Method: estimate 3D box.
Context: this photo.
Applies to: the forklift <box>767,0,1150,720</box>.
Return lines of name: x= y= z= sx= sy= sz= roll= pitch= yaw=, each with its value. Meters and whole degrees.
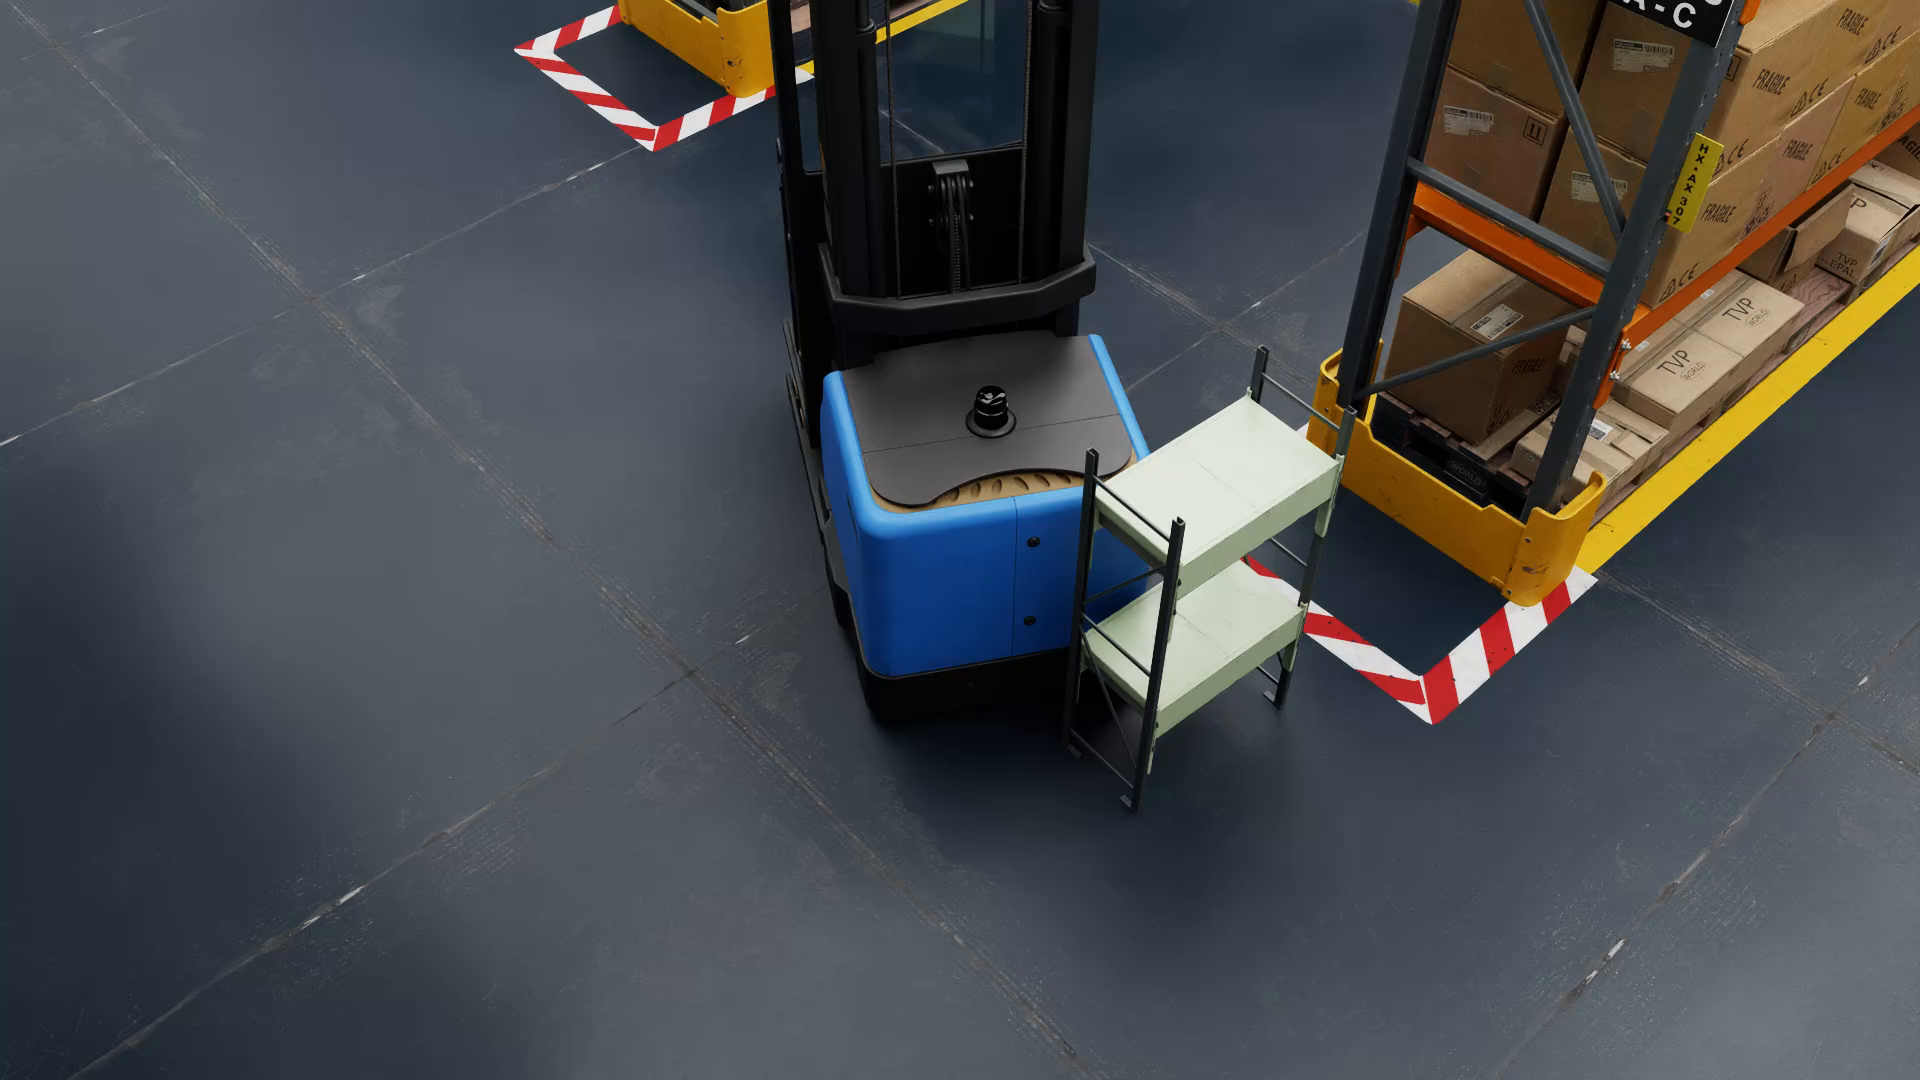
forklift: x=-0.134 y=-1.446 z=6.090 sx=1.130 sy=2.935 sz=3.031 roll=-9 pitch=48 yaw=-8

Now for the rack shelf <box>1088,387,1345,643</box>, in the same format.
rack shelf: x=0.793 y=-0.088 z=5.278 sx=0.720 sy=0.370 sz=0.431 roll=-31 pitch=55 yaw=-25

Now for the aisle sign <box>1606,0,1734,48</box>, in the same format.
aisle sign: x=2.040 y=-1.788 z=4.590 sx=0.004 sy=0.787 sz=0.394 roll=-34 pitch=56 yaw=-27

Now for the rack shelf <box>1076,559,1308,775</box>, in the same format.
rack shelf: x=0.789 y=0.394 z=5.807 sx=0.720 sy=0.370 sz=0.431 roll=-31 pitch=55 yaw=-25

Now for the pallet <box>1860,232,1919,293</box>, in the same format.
pallet: x=4.344 y=-1.793 z=8.261 sx=1.213 sy=0.211 sz=1.003 roll=-34 pitch=56 yaw=-27

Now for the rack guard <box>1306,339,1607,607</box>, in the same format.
rack guard: x=1.949 y=-0.290 z=6.677 sx=0.348 sy=0.500 sz=1.175 roll=-34 pitch=56 yaw=-27

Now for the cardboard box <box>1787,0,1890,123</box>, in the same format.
cardboard box: x=2.780 y=-1.812 z=5.632 sx=0.500 sy=0.500 sz=0.500 roll=-33 pitch=55 yaw=-27

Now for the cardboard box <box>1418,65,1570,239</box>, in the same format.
cardboard box: x=2.041 y=-1.504 z=6.028 sx=0.500 sy=0.500 sz=0.500 roll=-32 pitch=55 yaw=-26

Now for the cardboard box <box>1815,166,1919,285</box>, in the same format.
cardboard box: x=4.067 y=-1.509 z=7.631 sx=0.500 sy=0.311 sz=0.500 roll=-34 pitch=56 yaw=-27

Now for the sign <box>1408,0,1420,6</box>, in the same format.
sign: x=1.534 y=-1.912 z=5.470 sx=0.005 sy=0.325 sz=0.100 roll=-34 pitch=56 yaw=-27

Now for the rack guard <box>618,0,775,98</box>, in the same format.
rack guard: x=-1.446 y=-2.929 z=9.112 sx=0.348 sy=0.500 sz=1.175 roll=-34 pitch=56 yaw=-27

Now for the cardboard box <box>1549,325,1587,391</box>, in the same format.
cardboard box: x=2.490 y=-0.843 z=7.115 sx=0.250 sy=0.166 sz=0.380 roll=-34 pitch=56 yaw=-27

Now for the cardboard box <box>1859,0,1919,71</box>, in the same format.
cardboard box: x=3.154 y=-2.056 z=5.858 sx=0.500 sy=0.500 sz=0.500 roll=-33 pitch=55 yaw=-27

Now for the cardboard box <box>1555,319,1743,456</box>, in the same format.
cardboard box: x=2.856 y=-0.679 z=6.907 sx=0.500 sy=0.250 sz=0.500 roll=-34 pitch=56 yaw=-27

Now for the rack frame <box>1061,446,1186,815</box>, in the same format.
rack frame: x=0.508 y=0.345 z=5.408 sx=0.023 sy=1.500 sz=0.400 roll=-31 pitch=55 yaw=-25

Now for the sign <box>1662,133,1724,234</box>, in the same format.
sign: x=2.258 y=-1.099 z=5.134 sx=0.005 sy=0.325 sz=0.100 roll=-34 pitch=56 yaw=-27

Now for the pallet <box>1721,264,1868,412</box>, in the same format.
pallet: x=3.441 y=-1.187 z=7.702 sx=1.213 sy=0.211 sz=1.003 roll=-34 pitch=56 yaw=-27

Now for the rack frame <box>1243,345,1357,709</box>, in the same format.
rack frame: x=1.073 y=0.004 z=5.724 sx=0.023 sy=1.500 sz=0.400 roll=-31 pitch=55 yaw=-25

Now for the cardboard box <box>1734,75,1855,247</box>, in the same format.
cardboard box: x=2.777 y=-1.468 z=5.996 sx=0.500 sy=0.500 sz=0.500 roll=-34 pitch=56 yaw=-27

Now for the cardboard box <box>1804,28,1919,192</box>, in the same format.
cardboard box: x=3.150 y=-1.715 z=6.223 sx=0.500 sy=0.500 sz=0.500 roll=-34 pitch=56 yaw=-27

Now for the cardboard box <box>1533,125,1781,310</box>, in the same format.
cardboard box: x=2.399 y=-1.210 z=5.758 sx=0.500 sy=0.500 sz=0.500 roll=-33 pitch=55 yaw=-26

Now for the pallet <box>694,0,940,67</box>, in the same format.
pallet: x=-0.800 y=-3.237 z=9.593 sx=1.213 sy=0.211 sz=1.003 roll=-34 pitch=56 yaw=-27

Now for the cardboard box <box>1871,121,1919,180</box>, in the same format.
cardboard box: x=4.622 y=-1.943 z=7.904 sx=0.500 sy=0.500 sz=0.500 roll=-34 pitch=56 yaw=-27

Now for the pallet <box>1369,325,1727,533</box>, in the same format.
pallet: x=2.538 y=-0.587 z=7.148 sx=1.213 sy=0.211 sz=1.003 roll=-34 pitch=56 yaw=-27

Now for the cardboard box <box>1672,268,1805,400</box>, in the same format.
cardboard box: x=3.226 y=-0.926 z=7.135 sx=0.500 sy=0.250 sz=0.500 roll=-34 pitch=56 yaw=-27

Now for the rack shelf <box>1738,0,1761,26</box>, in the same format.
rack shelf: x=3.373 y=-2.862 z=5.799 sx=4.000 sy=0.370 sz=1.077 roll=-34 pitch=56 yaw=-27

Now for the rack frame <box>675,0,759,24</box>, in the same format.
rack frame: x=-1.437 y=-3.796 z=8.211 sx=0.127 sy=3.000 sz=1.000 roll=-34 pitch=56 yaw=-27

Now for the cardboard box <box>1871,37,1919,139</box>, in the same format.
cardboard box: x=3.521 y=-1.961 z=6.450 sx=0.500 sy=0.500 sz=0.500 roll=-33 pitch=55 yaw=-27

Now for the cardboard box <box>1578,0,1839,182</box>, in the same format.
cardboard box: x=2.399 y=-1.549 z=5.390 sx=0.500 sy=0.500 sz=0.500 roll=-32 pitch=55 yaw=-26

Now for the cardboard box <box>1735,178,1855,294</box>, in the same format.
cardboard box: x=3.466 y=-1.449 z=7.445 sx=0.637 sy=0.503 sz=0.797 roll=-34 pitch=56 yaw=-27

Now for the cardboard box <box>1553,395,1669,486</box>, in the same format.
cardboard box: x=2.619 y=-0.432 z=6.736 sx=0.250 sy=0.166 sz=0.380 roll=-34 pitch=56 yaw=-27

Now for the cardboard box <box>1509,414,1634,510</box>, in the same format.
cardboard box: x=2.434 y=-0.303 z=6.629 sx=0.250 sy=0.149 sz=0.380 roll=-34 pitch=56 yaw=-27

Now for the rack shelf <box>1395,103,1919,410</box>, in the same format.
rack shelf: x=3.373 y=-1.845 z=6.901 sx=4.000 sy=0.370 sz=1.077 roll=-34 pitch=56 yaw=-27

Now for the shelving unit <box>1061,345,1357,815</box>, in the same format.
shelving unit: x=0.791 y=0.174 z=5.566 sx=0.755 sy=1.500 sz=0.431 roll=-31 pitch=55 yaw=-25

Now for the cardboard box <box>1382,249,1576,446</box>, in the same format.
cardboard box: x=2.129 y=-0.804 z=6.853 sx=0.500 sy=0.500 sz=0.500 roll=-34 pitch=56 yaw=-27

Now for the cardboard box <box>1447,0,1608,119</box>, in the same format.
cardboard box: x=2.037 y=-1.843 z=5.661 sx=0.500 sy=0.500 sz=0.500 roll=-34 pitch=56 yaw=-27

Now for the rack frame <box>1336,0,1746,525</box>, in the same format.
rack frame: x=1.893 y=-1.100 z=5.724 sx=0.127 sy=3.000 sz=1.000 roll=-34 pitch=56 yaw=-27

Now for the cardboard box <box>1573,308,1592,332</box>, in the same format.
cardboard box: x=2.852 y=-1.173 z=7.363 sx=0.500 sy=0.250 sz=0.500 roll=-34 pitch=56 yaw=-27

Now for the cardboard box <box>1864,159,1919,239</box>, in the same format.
cardboard box: x=4.385 y=-1.606 z=7.832 sx=0.250 sy=0.149 sz=0.380 roll=-34 pitch=56 yaw=-27
